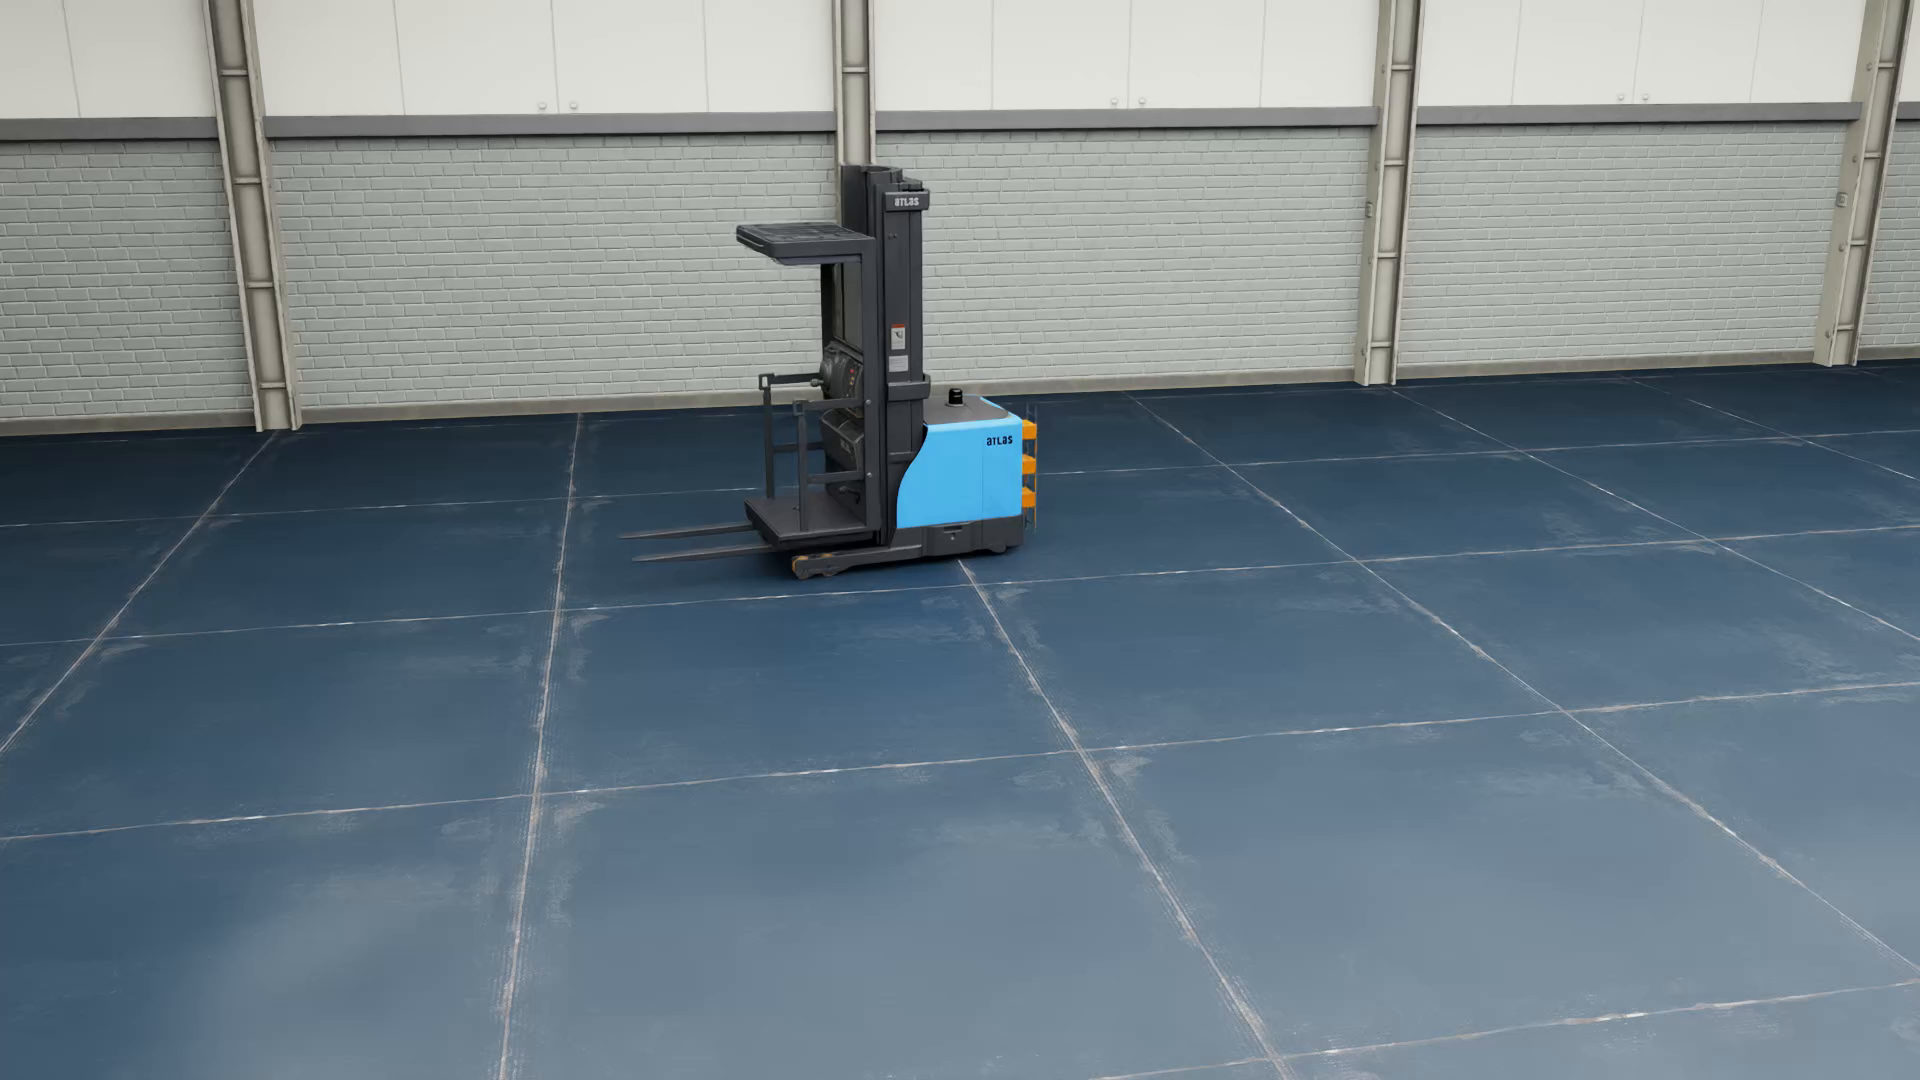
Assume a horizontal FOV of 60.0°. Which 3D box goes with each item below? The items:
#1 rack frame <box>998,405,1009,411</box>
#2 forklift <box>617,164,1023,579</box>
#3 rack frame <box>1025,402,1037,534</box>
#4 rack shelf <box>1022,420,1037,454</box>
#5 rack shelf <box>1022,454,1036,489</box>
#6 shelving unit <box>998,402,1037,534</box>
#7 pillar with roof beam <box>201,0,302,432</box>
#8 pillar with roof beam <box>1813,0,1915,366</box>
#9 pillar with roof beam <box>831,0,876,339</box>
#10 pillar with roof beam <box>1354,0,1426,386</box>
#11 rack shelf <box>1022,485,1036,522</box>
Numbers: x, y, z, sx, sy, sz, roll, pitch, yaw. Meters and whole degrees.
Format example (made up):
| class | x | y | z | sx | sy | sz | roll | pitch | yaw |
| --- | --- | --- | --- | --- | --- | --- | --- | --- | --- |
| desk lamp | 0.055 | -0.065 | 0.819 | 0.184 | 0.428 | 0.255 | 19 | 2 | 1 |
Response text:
| class | x | y | z | sx | sy | sz | roll | pitch | yaw |
| --- | --- | --- | --- | --- | --- | --- | --- | --- | --- |
| rack frame | 0.344 | -0.549 | 13.310 | 0.008 | 1.050 | 0.200 | -6 | 18 | -20 |
| forklift | -1.078 | -1.286 | 12.506 | 3.031 | 2.935 | 1.130 | -6 | 18 | -20 |
| rack frame | 0.572 | -0.574 | 13.393 | 0.008 | 1.050 | 0.200 | -6 | 18 | -20 |
| rack shelf | 0.458 | -0.823 | 13.271 | 0.240 | 0.259 | 0.215 | -6 | 18 | -20 |
| rack shelf | 0.458 | -0.551 | 13.355 | 0.240 | 0.259 | 0.215 | -6 | 18 | -20 |
| shelving unit | 0.458 | -0.561 | 13.352 | 0.252 | 1.050 | 0.215 | -6 | 18 | -20 |
| pillar with roof beam | -6.169 | -4.217 | 11.715 | 0.400 | 9.000 | 9.100 | -3 | 17 | -10 |
| pillar with roof beam | 11.504 | -5.220 | 14.979 | 0.400 | 9.000 | 9.100 | -3 | 17 | -10 |
| pillar with roof beam | -0.278 | -4.551 | 12.803 | 0.400 | 9.000 | 9.100 | -3 | 17 | -10 |
| pillar with roof beam | 5.613 | -4.885 | 13.891 | 0.400 | 9.000 | 9.100 | -3 | 17 | -10 |
| rack shelf | 0.458 | -0.286 | 13.436 | 0.240 | 0.259 | 0.215 | -6 | 18 | -20 |
